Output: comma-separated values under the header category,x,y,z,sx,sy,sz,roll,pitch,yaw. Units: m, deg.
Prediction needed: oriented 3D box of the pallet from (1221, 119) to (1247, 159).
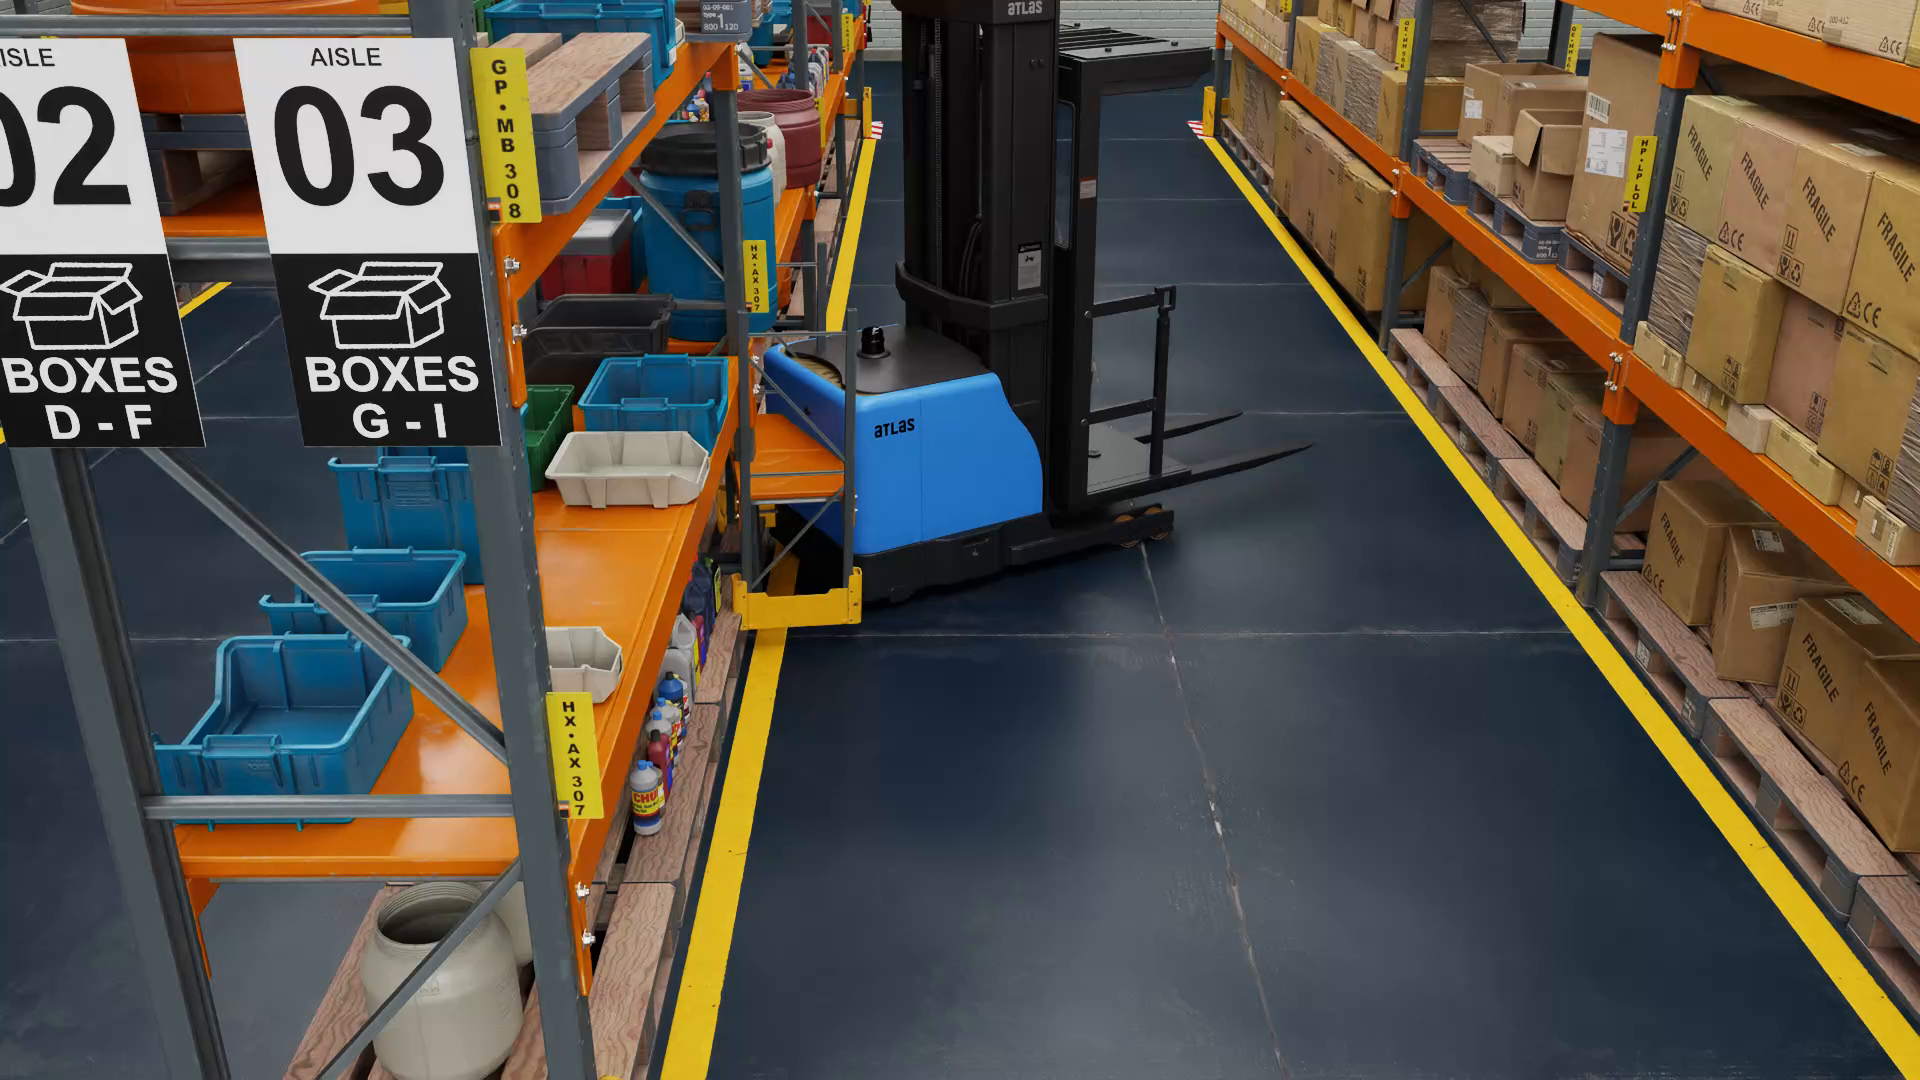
category,x,y,z,sx,sy,sz,roll,pitch,yaw
pallet,3.458,-4.406,18.236,1.003,0.211,1.213,0,24,-1

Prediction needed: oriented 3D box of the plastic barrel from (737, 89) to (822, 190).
category,x,y,z,sx,sy,sz,roll,pitch,yaw
plastic barrel,-1.187,-2.559,10.603,0.600,0.536,0.708,0,24,-1

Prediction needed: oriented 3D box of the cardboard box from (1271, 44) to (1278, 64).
category,x,y,z,sx,sy,sz,roll,pitch,yaw
cardboard box,3.080,-4.473,15.306,0.380,0.149,0.250,0,24,0

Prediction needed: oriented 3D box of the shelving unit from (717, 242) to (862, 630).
category,x,y,z,sx,sy,sz,roll,pitch,yaw
shelving unit,-0.814,-0.511,7.752,0.587,1.500,1.083,-3,26,-11

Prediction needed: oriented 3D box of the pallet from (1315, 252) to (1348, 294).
category,x,y,z,sx,sy,sz,roll,pitch,yaw
pallet,3.514,-2.265,13.503,1.003,0.211,1.213,0,24,-1

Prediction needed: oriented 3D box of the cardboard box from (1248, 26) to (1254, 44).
category,x,y,z,sx,sy,sz,roll,pitch,yaw
cardboard box,3.067,-5.002,16.474,0.380,0.149,0.250,0,24,0

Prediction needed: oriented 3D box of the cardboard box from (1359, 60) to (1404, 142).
category,x,y,z,sx,sy,sz,roll,pitch,yaw
cardboard box,3.205,-3.162,11.981,0.500,0.500,0.500,0,24,-1

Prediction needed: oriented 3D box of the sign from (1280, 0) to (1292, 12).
category,x,y,z,sx,sy,sz,roll,pitch,yaw
sign,2.859,-4.785,14.543,0.100,0.325,0.005,0,24,-1

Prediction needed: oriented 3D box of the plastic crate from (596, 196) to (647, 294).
category,x,y,z,sx,sy,sz,roll,pitch,yaw
plastic crate,-1.774,-1.485,8.412,0.392,0.384,0.575,0,24,-1

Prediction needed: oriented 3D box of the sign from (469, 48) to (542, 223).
category,x,y,z,sx,sy,sz,roll,pitch,yaw
sign,-0.857,-0.762,3.144,0.100,0.325,0.005,0,24,-1

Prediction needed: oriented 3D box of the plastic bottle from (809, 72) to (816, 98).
category,x,y,z,sx,sy,sz,roll,pitch,yaw
plastic bottle,-1.189,-3.482,12.868,0.144,0.351,0.185,0,24,-1

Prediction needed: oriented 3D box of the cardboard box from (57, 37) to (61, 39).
category,x,y,z,sx,sy,sz,roll,pitch,yaw
cardboard box,-6.567,-3.162,11.471,0.700,0.500,0.500,-9,26,-18

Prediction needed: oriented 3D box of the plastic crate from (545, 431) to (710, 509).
category,x,y,z,sx,sy,sz,roll,pitch,yaw
plastic crate,-1.180,-0.251,5.984,0.530,0.136,0.437,0,24,-1

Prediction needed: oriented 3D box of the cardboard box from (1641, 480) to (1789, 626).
category,x,y,z,sx,sy,sz,roll,pitch,yaw
cardboard box,3.466,0.052,7.519,0.500,0.500,0.500,-1,24,-2

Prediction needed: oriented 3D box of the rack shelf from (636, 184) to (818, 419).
category,x,y,z,sx,sy,sz,roll,pitch,yaw
rack shelf,-1.473,-1.535,9.377,1.077,0.370,4.000,0,24,-1

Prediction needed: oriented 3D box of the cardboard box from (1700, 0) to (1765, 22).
category,x,y,z,sx,sy,sz,roll,pitch,yaw
cardboard box,3.250,-2.173,6.456,0.500,0.250,0.500,-1,24,-3

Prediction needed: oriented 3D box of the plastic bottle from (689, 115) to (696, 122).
category,x,y,z,sx,sy,sz,roll,pitch,yaw
plastic bottle,-1.911,-2.904,11.772,0.097,0.201,0.097,0,24,0

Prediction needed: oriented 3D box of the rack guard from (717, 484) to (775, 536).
category,x,y,z,sx,sy,sz,roll,pitch,yaw
rack guard,-0.938,-0.165,8.462,0.587,0.250,0.087,-3,26,-11

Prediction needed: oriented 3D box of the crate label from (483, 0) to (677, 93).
category,x,y,z,sx,sy,sz,roll,pitch,yaw
crate label,-1.098,-1.462,4.883,0.502,0.251,0.408,0,24,-1

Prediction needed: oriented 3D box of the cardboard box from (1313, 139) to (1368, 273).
category,x,y,z,sx,sy,sz,roll,pitch,yaw
cardboard box,3.469,-2.584,12.893,1.225,0.875,0.875,0,24,0

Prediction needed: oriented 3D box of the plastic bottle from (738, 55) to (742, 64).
category,x,y,z,sx,sy,sz,roll,pitch,yaw
plastic bottle,-1.910,-3.935,13.962,0.152,0.276,0.135,0,24,-1

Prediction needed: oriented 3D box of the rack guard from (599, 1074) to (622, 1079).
category,x,y,z,sx,sy,sz,roll,pitch,yaw
rack guard,-1.455,1.717,4.346,1.175,0.500,0.348,0,24,-1

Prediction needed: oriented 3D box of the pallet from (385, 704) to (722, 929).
category,x,y,z,sx,sy,sz,roll,pitch,yaw
pallet,-1.469,1.013,6.255,1.003,0.211,1.213,0,24,-1

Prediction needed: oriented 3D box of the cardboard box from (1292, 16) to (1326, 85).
category,x,y,z,sx,sy,sz,roll,pitch,yaw
cardboard box,3.169,-4.212,14.302,0.500,0.500,0.500,0,24,0

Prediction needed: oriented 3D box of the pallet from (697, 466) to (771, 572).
category,x,y,z,sx,sy,sz,roll,pitch,yaw
pallet,-1.499,-0.092,8.696,1.003,0.211,1.213,0,24,-1

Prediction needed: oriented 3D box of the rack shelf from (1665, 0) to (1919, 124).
category,x,y,z,sx,sy,sz,roll,pitch,yaw
rack shelf,3.523,-1.276,5.164,1.077,0.370,4.000,0,24,-1

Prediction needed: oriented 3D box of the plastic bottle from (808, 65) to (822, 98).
category,x,y,z,sx,sy,sz,roll,pitch,yaw
plastic bottle,-1.200,-3.704,13.450,0.152,0.276,0.135,0,24,-1

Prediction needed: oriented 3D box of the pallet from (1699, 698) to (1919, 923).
category,x,y,z,sx,sy,sz,roll,pitch,yaw
pallet,3.560,0.990,6.305,1.003,0.211,1.213,0,24,-1

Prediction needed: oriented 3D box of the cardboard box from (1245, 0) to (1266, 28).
category,x,y,z,sx,sy,sz,roll,pitch,yaw
cardboard box,3.131,-5.238,16.512,0.500,0.250,0.500,-1,24,-2

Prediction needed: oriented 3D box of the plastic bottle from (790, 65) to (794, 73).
category,x,y,z,sx,sy,sz,roll,pitch,yaw
plastic bottle,-1.324,-3.694,13.433,0.097,0.271,0.097,0,24,0

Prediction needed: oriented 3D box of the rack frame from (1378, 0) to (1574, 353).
category,x,y,z,sx,sy,sz,roll,pitch,yaw
rack frame,3.458,-2.709,11.100,1.000,3.000,0.127,0,24,-1

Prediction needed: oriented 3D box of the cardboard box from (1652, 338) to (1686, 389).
category,x,y,z,sx,sy,sz,roll,pitch,yaw
cardboard box,3.193,-0.753,7.081,0.380,0.149,0.250,0,24,-1

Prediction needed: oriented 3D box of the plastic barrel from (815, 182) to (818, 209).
category,x,y,z,sx,sy,sz,roll,pitch,yaw
plastic barrel,-1.550,-3.346,14.545,0.600,0.901,0.708,0,24,-1

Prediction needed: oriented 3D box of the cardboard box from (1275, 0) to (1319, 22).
category,x,y,z,sx,sy,sz,roll,pitch,yaw
cardboard box,3.142,-4.955,14.976,0.500,0.500,0.500,0,24,1

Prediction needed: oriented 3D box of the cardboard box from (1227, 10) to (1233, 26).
category,x,y,z,sx,sy,sz,roll,pitch,yaw
cardboard box,3.052,-5.532,17.647,0.380,0.149,0.250,-1,24,-2

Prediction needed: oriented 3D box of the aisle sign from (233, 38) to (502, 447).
category,x,y,z,sx,sy,sz,roll,pitch,yaw
aisle sign,-1.114,-0.547,3.164,0.394,0.787,0.004,0,24,-1

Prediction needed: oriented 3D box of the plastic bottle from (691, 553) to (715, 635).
category,x,y,z,sx,sy,sz,roll,pitch,yaw
plastic bottle,-1.156,0.232,7.278,0.144,0.351,0.185,-1,24,-2

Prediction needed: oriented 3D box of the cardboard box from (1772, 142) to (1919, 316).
category,x,y,z,sx,sy,sz,roll,pitch,yaw
cardboard box,3.264,-1.099,5.844,0.500,0.500,0.500,0,24,-1

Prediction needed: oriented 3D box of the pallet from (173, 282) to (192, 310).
category,x,y,z,sx,sy,sz,roll,pitch,yaw
pallet,-6.418,-1.703,12.260,1.003,0.211,1.213,0,24,-1

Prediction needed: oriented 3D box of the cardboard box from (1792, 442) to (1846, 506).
category,x,y,z,sx,sy,sz,roll,pitch,yaw
cardboard box,3.233,-0.238,5.942,0.380,0.149,0.250,0,24,-1

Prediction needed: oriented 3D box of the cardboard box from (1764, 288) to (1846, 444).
category,x,y,z,sx,sy,sz,roll,pitch,yaw
cardboard box,3.521,-0.645,6.053,0.875,0.500,0.500,0,24,-1

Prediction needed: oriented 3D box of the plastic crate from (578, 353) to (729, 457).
category,x,y,z,sx,sy,sz,roll,pitch,yaw
plastic crate,-1.168,-0.516,6.432,0.499,0.251,0.616,0,24,-1

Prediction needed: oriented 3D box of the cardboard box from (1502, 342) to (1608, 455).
category,x,y,z,sx,sy,sz,roll,pitch,yaw
cardboard box,3.523,-0.803,9.384,0.700,0.500,0.500,-2,24,-5

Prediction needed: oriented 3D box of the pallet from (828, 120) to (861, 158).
category,x,y,z,sx,sy,sz,roll,pitch,yaw
pallet,-1.612,-4.373,18.162,1.003,0.211,1.213,0,24,-1

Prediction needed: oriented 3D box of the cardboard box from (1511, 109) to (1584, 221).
category,x,y,z,sx,sy,sz,roll,pitch,yaw
cardboard box,3.390,-2.013,8.926,0.797,0.503,0.637,2,24,5

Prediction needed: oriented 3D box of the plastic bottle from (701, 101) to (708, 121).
category,x,y,z,sx,sy,sz,roll,pitch,yaw
plastic bottle,-1.918,-3.145,12.304,0.097,0.201,0.097,0,24,0

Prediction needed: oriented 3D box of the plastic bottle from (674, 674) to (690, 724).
category,x,y,z,sx,sy,sz,roll,pitch,yaw
plastic bottle,-1.124,0.628,6.584,0.097,0.201,0.097,0,24,0

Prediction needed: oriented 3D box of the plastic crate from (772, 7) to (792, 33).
category,x,y,z,sx,sy,sz,roll,pitch,yaw
plastic crate,-1.894,-5.289,16.934,0.416,0.233,0.300,0,24,-1

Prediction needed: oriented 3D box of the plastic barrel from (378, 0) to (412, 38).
category,x,y,z,sx,sy,sz,roll,pitch,yaw
plastic barrel,-1.547,-1.503,4.056,0.600,0.588,0.600,0,24,0

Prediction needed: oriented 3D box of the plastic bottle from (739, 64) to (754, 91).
category,x,y,z,sx,sy,sz,roll,pitch,yaw
plastic bottle,-1.752,-3.705,13.453,0.152,0.276,0.135,0,24,-1

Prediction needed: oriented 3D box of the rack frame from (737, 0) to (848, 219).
category,x,y,z,sx,sy,sz,roll,pitch,yaw
rack frame,-1.538,-4.335,14.695,1.000,3.000,0.127,0,24,-1

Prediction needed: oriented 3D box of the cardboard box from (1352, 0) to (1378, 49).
category,x,y,z,sx,sy,sz,roll,pitch,yaw
cardboard box,3.448,-4.058,12.744,0.797,0.503,0.637,1,24,1

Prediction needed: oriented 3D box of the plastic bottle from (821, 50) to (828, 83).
category,x,y,z,sx,sy,sz,roll,pitch,yaw
plastic bottle,-1.163,-4.026,14.153,0.061,0.283,0.133,0,24,-1

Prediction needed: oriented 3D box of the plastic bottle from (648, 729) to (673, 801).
category,x,y,z,sx,sy,sz,roll,pitch,yaw
plastic bottle,-1.100,0.805,6.093,0.061,0.283,0.133,0,24,0

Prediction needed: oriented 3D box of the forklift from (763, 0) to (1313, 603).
category,x,y,z,sx,sy,sz,roll,pitch,yaw
forklift,0.533,-1.468,8.440,3.031,2.935,1.130,-14,28,-28
